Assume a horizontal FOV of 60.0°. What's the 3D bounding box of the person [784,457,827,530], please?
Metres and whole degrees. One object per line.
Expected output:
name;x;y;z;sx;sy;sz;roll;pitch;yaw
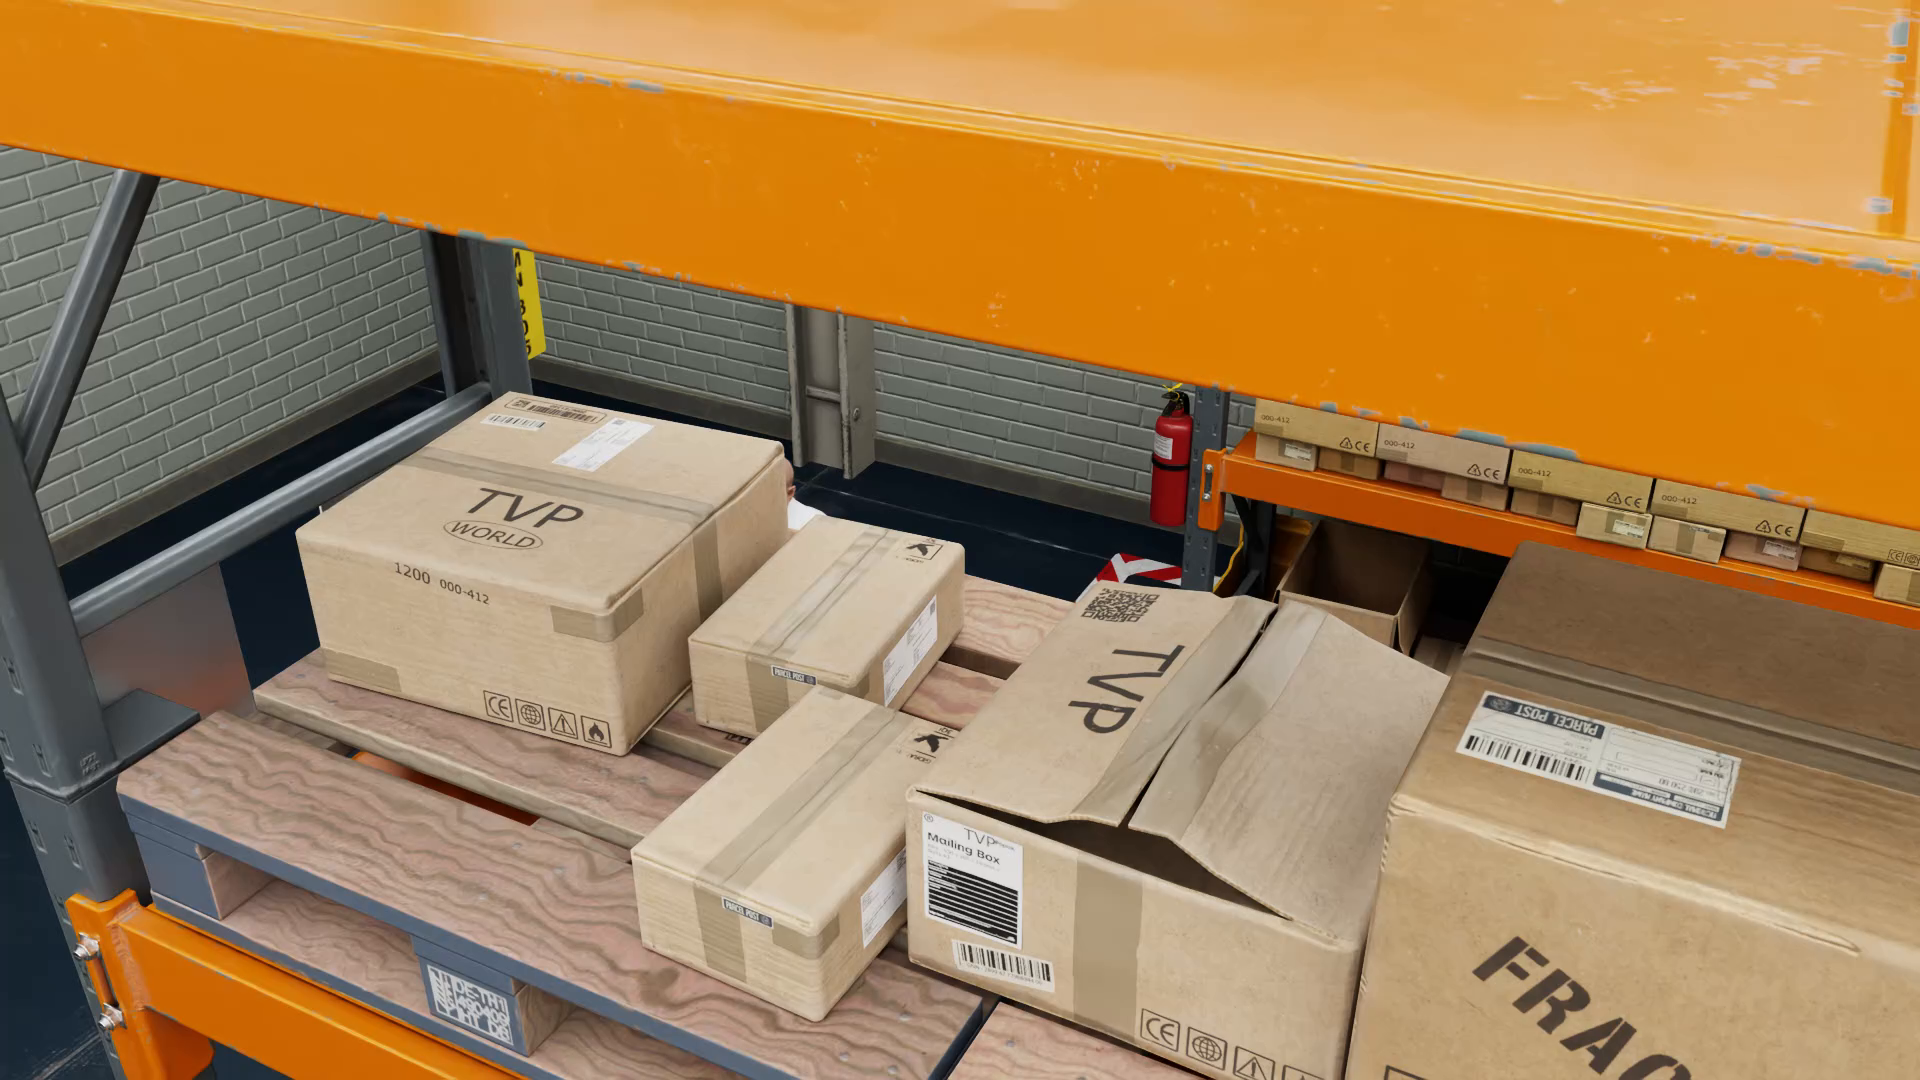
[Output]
person;-0.689;0.442;6.369;0.646;1.772;0.429;12;32;21
